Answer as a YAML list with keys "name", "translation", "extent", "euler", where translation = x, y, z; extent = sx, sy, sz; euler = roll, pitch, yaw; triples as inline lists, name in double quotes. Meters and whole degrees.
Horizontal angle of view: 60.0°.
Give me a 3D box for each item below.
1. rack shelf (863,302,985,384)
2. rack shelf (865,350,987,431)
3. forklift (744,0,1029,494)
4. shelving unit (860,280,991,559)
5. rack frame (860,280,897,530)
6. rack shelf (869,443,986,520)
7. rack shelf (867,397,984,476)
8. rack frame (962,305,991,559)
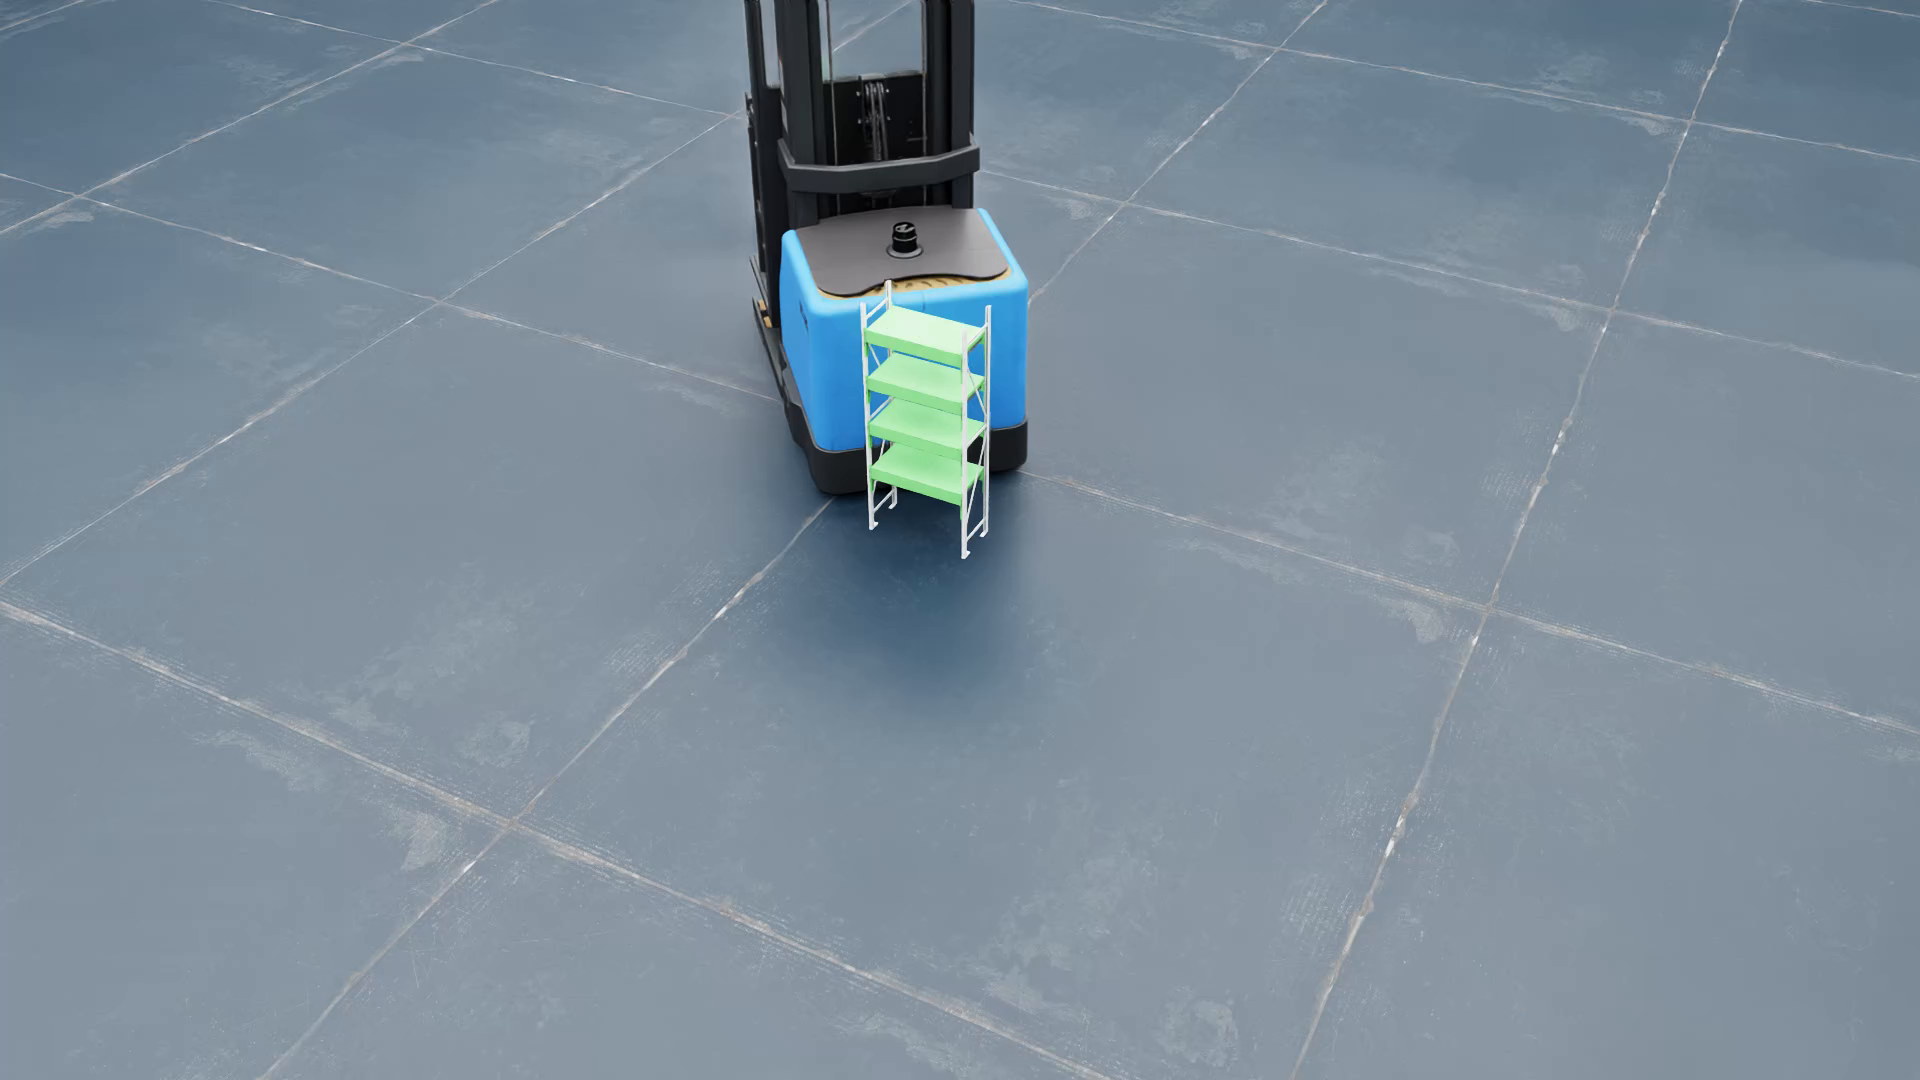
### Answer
- name: "rack shelf"
  translation: [-0.147, -0.855, 7.196]
  extent: [0.480, 0.148, 0.258]
  euler: [17, 41, 21]
- name: "rack shelf"
  translation: [-0.147, -0.664, 7.341]
  extent: [0.480, 0.148, 0.258]
  euler: [17, 41, 21]
- name: "forklift"
  translation: [-0.531, -2.279, 8.329]
  extent: [1.130, 2.935, 3.031]
  euler: [-9, 38, -11]
- name: "shelving unit"
  translation: [-0.147, -0.524, 7.448]
  extent: [0.503, 1.200, 0.258]
  euler: [17, 41, 21]
- name: "rack frame"
  translation: [-0.364, -0.592, 7.537]
  extent: [0.015, 1.200, 0.240]
  euler: [17, 41, 21]
- name: "rack shelf"
  translation: [-0.147, -0.282, 7.632]
  extent: [0.480, 0.148, 0.258]
  euler: [17, 41, 21]
- name: "rack shelf"
  translation: [-0.147, -0.473, 7.487]
  extent: [0.480, 0.148, 0.258]
  euler: [17, 41, 21]
- name: "rack frame"
  translation: [0.070, -0.456, 7.358]
  extent: [0.015, 1.200, 0.240]
  euler: [17, 41, 21]
